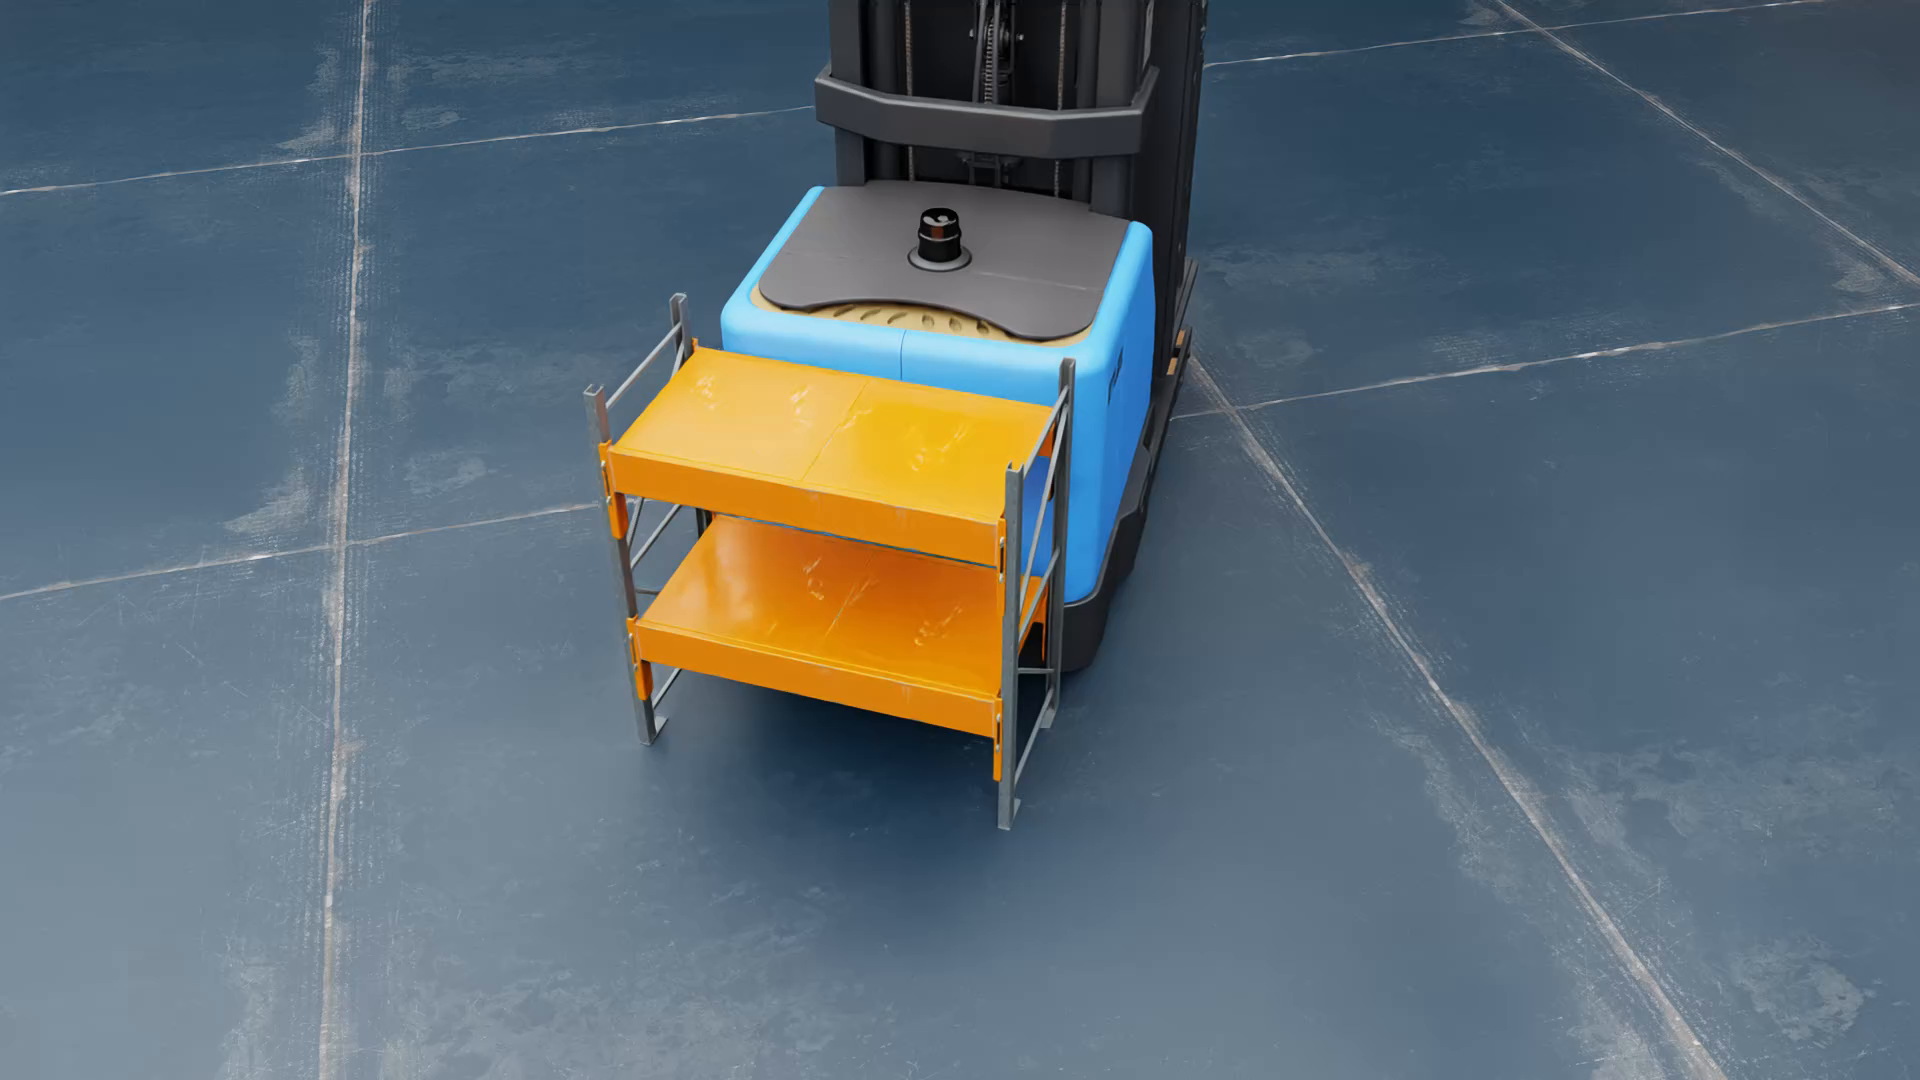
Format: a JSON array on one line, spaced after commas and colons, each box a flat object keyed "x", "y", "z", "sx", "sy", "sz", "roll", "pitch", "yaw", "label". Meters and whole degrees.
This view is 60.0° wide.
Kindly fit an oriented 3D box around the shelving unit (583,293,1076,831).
[{"x": -0.297, "y": 0.060, "z": 4.245, "sx": 1.048, "sy": 1.125, "sz": 0.538, "roll": 11, "pitch": 39, "yaw": 14, "label": "shelving unit"}]

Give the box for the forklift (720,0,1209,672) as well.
[{"x": 0.218, "y": -1.693, "z": 5.051, "sx": 1.130, "sy": 2.935, "sz": 3.031, "roll": 9, "pitch": 38, "yaw": 11, "label": "forklift"}]

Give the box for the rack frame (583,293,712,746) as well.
[{"x": -0.781, "y": -0.033, "z": 4.368, "sx": 0.032, "sy": 1.125, "sz": 0.500, "roll": 11, "pitch": 39, "yaw": 14, "label": "rack frame"}]

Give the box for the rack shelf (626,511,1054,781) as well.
[{"x": -0.297, "y": 0.255, "z": 4.394, "sx": 1.000, "sy": 0.278, "sz": 0.538, "roll": 11, "pitch": 39, "yaw": 14, "label": "rack shelf"}]

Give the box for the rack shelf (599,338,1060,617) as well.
[{"x": -0.297, "y": -0.172, "z": 4.067, "sx": 1.000, "sy": 0.278, "sz": 0.538, "roll": 11, "pitch": 39, "yaw": 14, "label": "rack shelf"}]

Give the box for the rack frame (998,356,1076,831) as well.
[{"x": 0.188, "y": 0.154, "z": 4.123, "sx": 0.032, "sy": 1.125, "sz": 0.500, "roll": 11, "pitch": 39, "yaw": 14, "label": "rack frame"}]
